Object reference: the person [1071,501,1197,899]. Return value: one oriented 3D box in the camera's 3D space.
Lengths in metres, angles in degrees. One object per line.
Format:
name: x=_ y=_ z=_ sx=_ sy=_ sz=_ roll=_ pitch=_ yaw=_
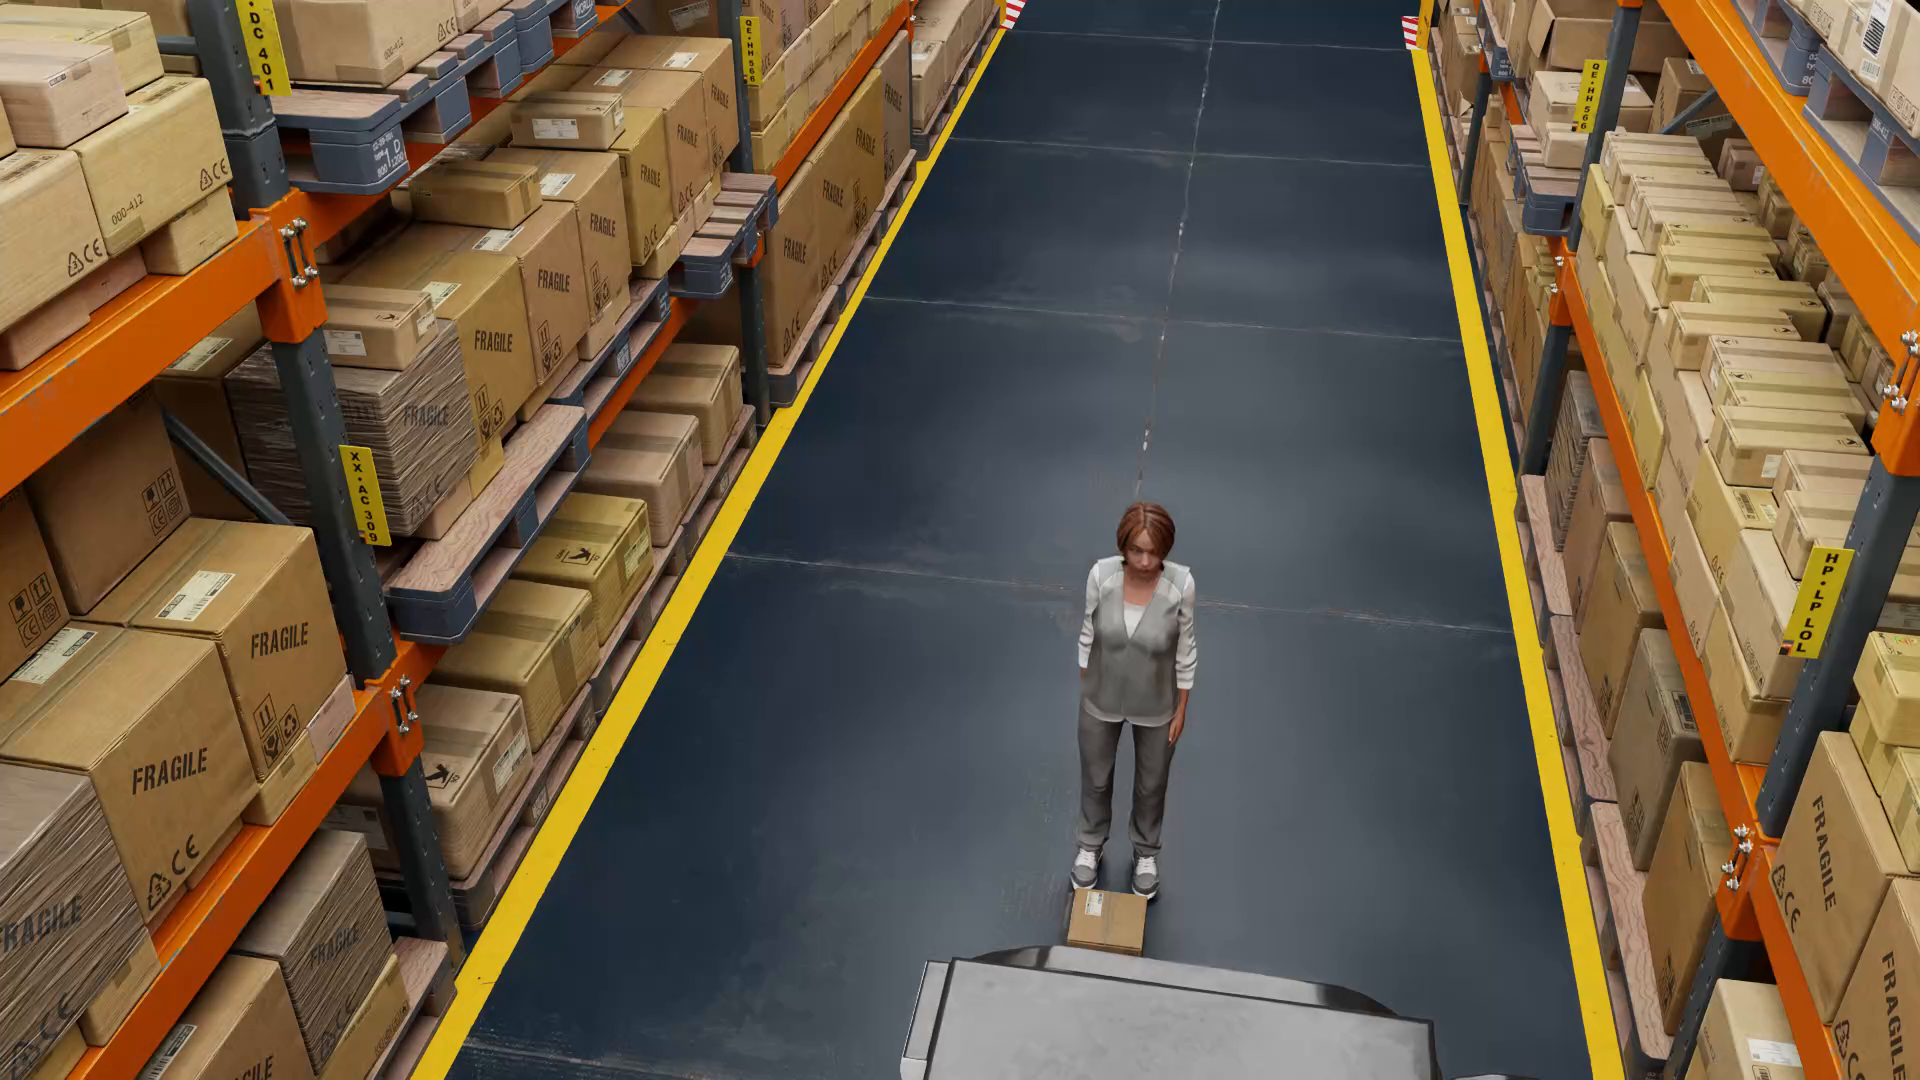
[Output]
person: x=0.602 y=0.574 z=5.765 sx=0.404 sy=1.591 sz=0.307 roll=6 pitch=33 yaw=9
